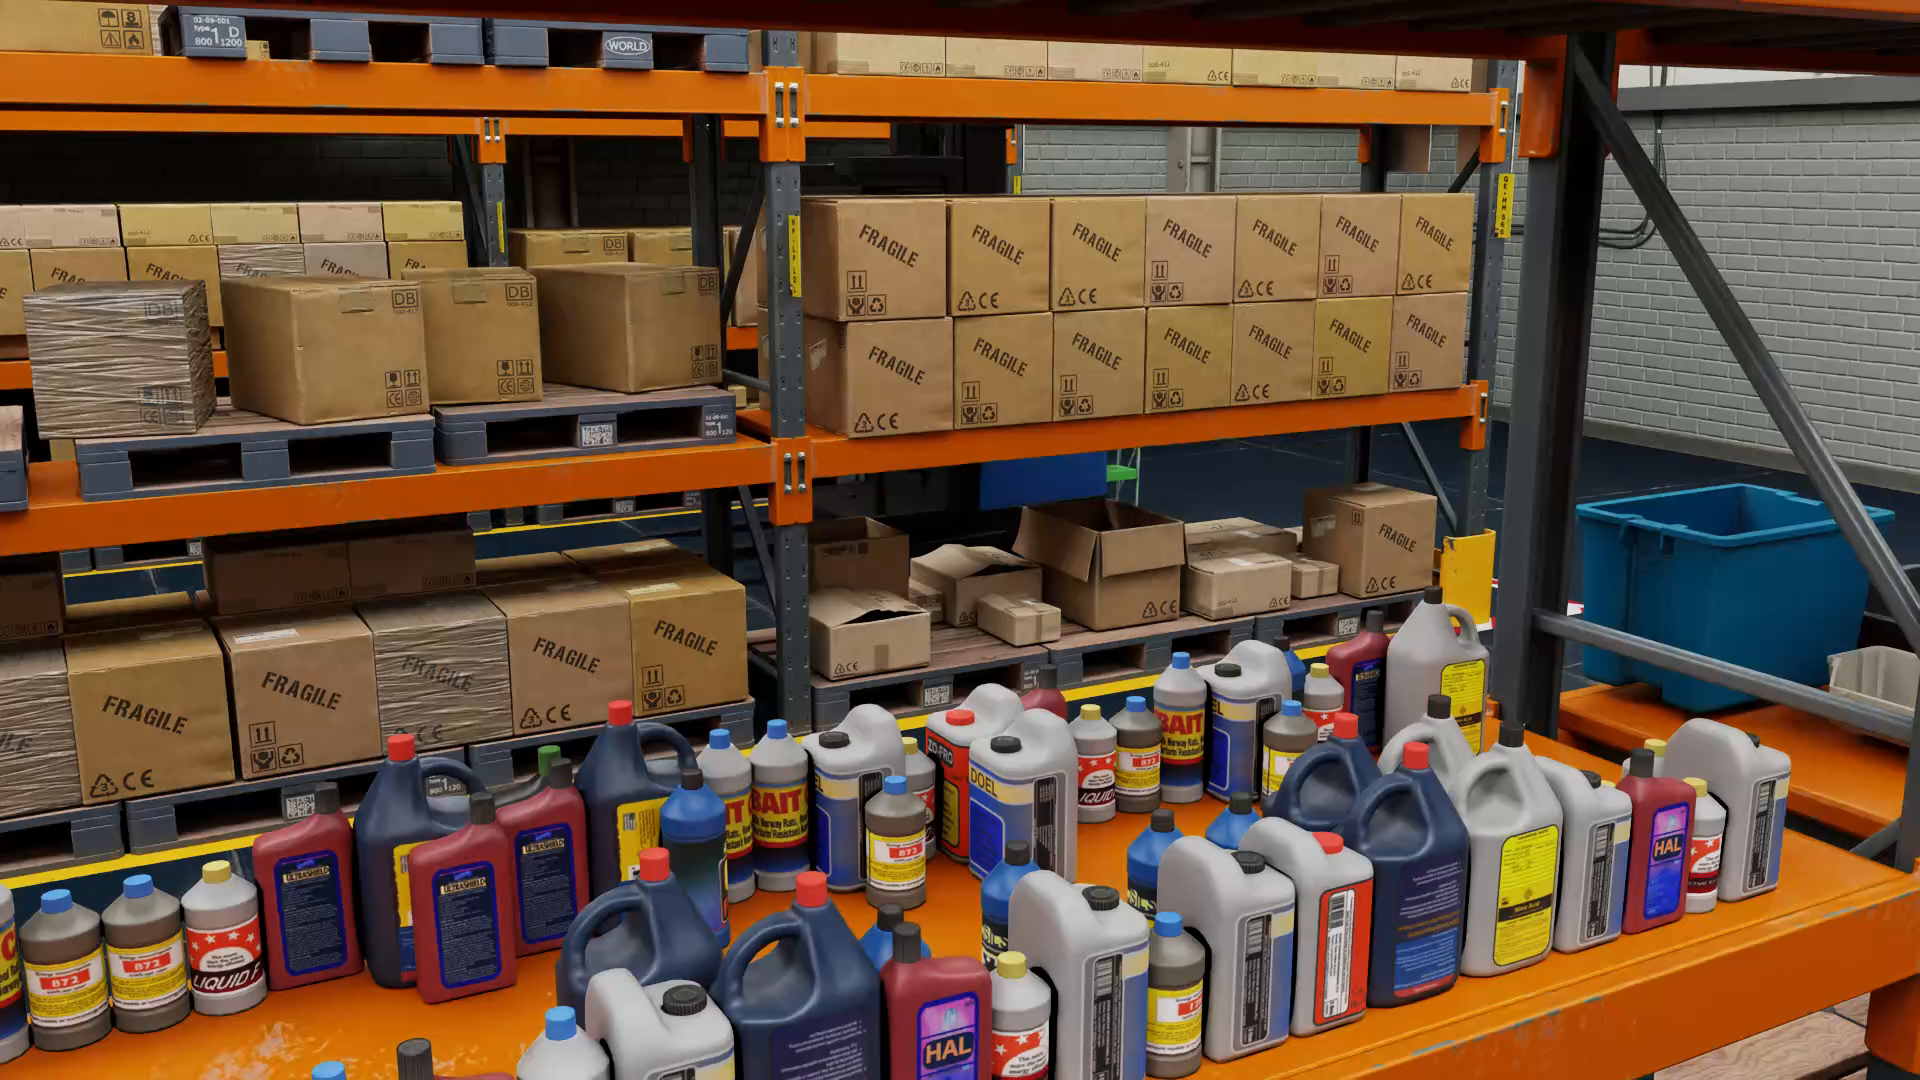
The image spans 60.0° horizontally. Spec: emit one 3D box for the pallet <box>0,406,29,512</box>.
[{"bbox_3d":[-3.892,-0.268,5.907,1.003,0.211,1.213,-7,14,-28],"label":"pallet"}]

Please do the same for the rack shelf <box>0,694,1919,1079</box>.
[{"bbox_3d":[-0.328,0.818,2.279,4.000,0.370,1.077,-7,14,-28],"label":"rack shelf"}]

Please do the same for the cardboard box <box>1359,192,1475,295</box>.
[{"bbox_3d":[2.310,-1.556,8.684,0.500,0.500,0.500,-7,14,-28],"label":"cardboard box"}]

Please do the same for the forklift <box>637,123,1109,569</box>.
[{"bbox_3d":[-0.529,-1.357,10.463,3.031,2.935,1.130,-8,15,-31],"label":"forklift"}]

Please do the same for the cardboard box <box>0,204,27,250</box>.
[{"bbox_3d":[-5.837,-1.856,9.864,0.500,0.250,0.500,-7,14,-29],"label":"cardboard box"}]

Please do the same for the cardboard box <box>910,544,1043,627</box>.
[{"bbox_3d":[0.080,0.206,8.485,0.500,0.311,0.500,-7,14,-28],"label":"cardboard box"}]

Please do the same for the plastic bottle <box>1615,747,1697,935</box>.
[{"bbox_3d":[1.055,0.451,2.540,0.133,0.283,0.061,-7,14,-28],"label":"plastic bottle"}]

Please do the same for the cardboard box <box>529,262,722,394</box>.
[{"bbox_3d":[-1.465,-0.945,7.292,0.700,0.500,0.500,11,17,41],"label":"cardboard box"}]

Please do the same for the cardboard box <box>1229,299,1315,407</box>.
[{"bbox_3d":[1.412,-0.961,8.321,0.500,0.500,0.500,-7,14,-27],"label":"cardboard box"}]

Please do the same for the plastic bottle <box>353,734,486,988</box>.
[{"bbox_3d":[-0.770,0.448,2.398,0.185,0.351,0.144,-7,14,-28],"label":"plastic bottle"}]

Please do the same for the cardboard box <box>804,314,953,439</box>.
[{"bbox_3d":[-0.365,-0.748,7.373,0.500,0.500,0.500,-6,14,-26],"label":"cardboard box"}]

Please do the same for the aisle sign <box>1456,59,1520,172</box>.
[{"bbox_3d":[2.775,-2.335,8.733,0.004,0.787,0.394,-7,14,-28],"label":"aisle sign"}]

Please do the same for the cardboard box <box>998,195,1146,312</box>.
[{"bbox_3d":[0.510,-1.338,7.719,0.500,0.500,0.500,-7,15,-30],"label":"cardboard box"}]

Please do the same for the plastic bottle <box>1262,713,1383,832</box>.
[{"bbox_3d":[0.546,0.432,2.468,0.185,0.351,0.144,-7,14,-28],"label":"plastic bottle"}]

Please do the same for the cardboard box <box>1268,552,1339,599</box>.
[{"bbox_3d":[1.811,0.179,8.934,0.250,0.166,0.380,-7,14,-28],"label":"cardboard box"}]

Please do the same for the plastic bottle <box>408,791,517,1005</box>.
[{"bbox_3d":[-0.698,0.498,2.330,0.133,0.283,0.061,-7,14,-28],"label":"plastic bottle"}]

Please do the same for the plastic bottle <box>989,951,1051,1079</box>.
[{"bbox_3d":[0.063,0.605,2.041,0.097,0.201,0.097,0,13,0],"label":"plastic bottle"}]

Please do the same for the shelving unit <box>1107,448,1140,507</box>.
[{"bbox_3d":[0.987,-0.728,11.589,0.503,1.200,0.258,-6,14,-31],"label":"shelving unit"}]

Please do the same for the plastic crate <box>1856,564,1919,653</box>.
[{"bbox_3d":[2.281,0.192,3.912,0.590,0.125,0.437,-7,14,-28],"label":"plastic crate"}]

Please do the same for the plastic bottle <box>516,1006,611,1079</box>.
[{"bbox_3d":[-0.420,0.629,1.776,0.097,0.271,0.097,0,13,0],"label":"plastic bottle"}]

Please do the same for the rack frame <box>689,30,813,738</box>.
[{"bbox_3d":[-0.942,-0.698,7.379,0.127,3.000,1.000,-7,14,-28],"label":"rack frame"}]

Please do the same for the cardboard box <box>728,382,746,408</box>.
[{"bbox_3d":[-1.768,-1.069,12.286,0.250,0.149,0.380,-7,15,-29],"label":"cardboard box"}]

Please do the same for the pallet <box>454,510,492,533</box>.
[{"bbox_3d":[-3.960,-0.196,11.500,1.213,0.211,1.003,-7,14,-28],"label":"pallet"}]

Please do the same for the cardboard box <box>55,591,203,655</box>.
[{"bbox_3d":[-3.291,0.530,6.615,0.500,0.500,0.500,-7,15,-30],"label":"cardboard box"}]

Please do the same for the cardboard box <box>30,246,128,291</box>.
[{"bbox_3d":[-5.381,-1.542,10.179,0.500,0.500,0.500,-7,14,-28],"label":"cardboard box"}]

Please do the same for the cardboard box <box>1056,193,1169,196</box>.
[{"bbox_3d":[0.711,-1.498,8.427,0.500,0.500,0.500,-7,14,-28],"label":"cardboard box"}]

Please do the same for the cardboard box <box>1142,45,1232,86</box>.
[{"bbox_3d":[0.921,-2.249,7.781,0.500,0.250,0.500,-7,14,-28],"label":"cardboard box"}]

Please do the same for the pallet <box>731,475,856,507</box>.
[{"bbox_3d":[-1.542,-0.486,12.788,1.213,0.211,1.003,-7,14,-28],"label":"pallet"}]

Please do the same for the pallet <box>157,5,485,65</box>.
[{"bbox_3d":[-2.457,-1.905,6.338,1.003,0.211,1.213,-7,14,-28],"label":"pallet"}]

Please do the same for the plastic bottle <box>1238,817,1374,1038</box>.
[{"bbox_3d":[0.473,0.513,2.281,0.135,0.276,0.152,-7,14,-28],"label":"plastic bottle"}]

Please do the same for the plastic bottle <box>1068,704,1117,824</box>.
[{"bbox_3d":[0.232,0.395,2.974,0.097,0.201,0.097,0,13,0],"label":"plastic bottle"}]

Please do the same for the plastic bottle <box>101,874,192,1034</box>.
[{"bbox_3d":[-1.107,0.556,2.261,0.097,0.201,0.097,0,13,0],"label":"plastic bottle"}]

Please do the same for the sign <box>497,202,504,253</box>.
[{"bbox_3d":[-3.051,-2.075,11.040,0.005,0.325,0.100,-7,14,-28],"label":"sign"}]

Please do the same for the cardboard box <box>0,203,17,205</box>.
[{"bbox_3d":[-6.100,-1.952,10.294,0.500,0.250,0.500,-7,15,-30],"label":"cardboard box"}]

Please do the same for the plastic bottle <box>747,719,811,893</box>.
[{"bbox_3d":[-0.292,0.424,2.687,0.097,0.271,0.097,0,13,0],"label":"plastic bottle"}]

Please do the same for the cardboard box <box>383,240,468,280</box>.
[{"bbox_3d":[-3.604,-1.759,11.141,0.500,0.500,0.500,-7,15,-29],"label":"cardboard box"}]

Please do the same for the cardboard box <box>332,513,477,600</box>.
[{"bbox_3d":[-2.362,0.050,7.038,0.500,0.250,0.500,-7,14,-28],"label":"cardboard box"}]

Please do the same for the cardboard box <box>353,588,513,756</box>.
[{"bbox_3d":[-2.117,0.517,6.671,0.500,0.500,0.500,-7,14,-27],"label":"cardboard box"}]

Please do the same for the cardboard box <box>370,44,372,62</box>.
[{"bbox_3d":[-4.144,-3.308,10.913,0.500,0.500,0.700,-8,15,-31],"label":"cardboard box"}]

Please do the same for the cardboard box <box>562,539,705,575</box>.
[{"bbox_3d":[-1.484,0.311,7.587,0.500,0.500,0.500,-8,15,-30],"label":"cardboard box"}]

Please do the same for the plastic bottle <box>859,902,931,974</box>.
[{"bbox_3d":[-0.083,0.573,2.023,0.097,0.271,0.097,0,13,0],"label":"plastic bottle"}]

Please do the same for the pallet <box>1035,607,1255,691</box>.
[{"bbox_3d":[0.733,0.461,8.579,1.213,0.211,1.003,-7,14,-28],"label":"pallet"}]

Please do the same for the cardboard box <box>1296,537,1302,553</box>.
[{"bbox_3d":[1.817,0.053,9.493,0.250,0.166,0.380,-7,14,-28],"label":"cardboard box"}]

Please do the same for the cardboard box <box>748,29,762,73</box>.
[{"bbox_3d":[-0.643,-2.191,7.521,0.500,0.250,0.500,-7,14,-28],"label":"cardboard box"}]

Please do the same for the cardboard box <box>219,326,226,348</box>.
[{"bbox_3d":[-4.616,-1.324,10.687,0.250,0.149,0.380,-7,15,-29],"label":"cardboard box"}]

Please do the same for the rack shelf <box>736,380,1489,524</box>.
[{"bbox_3d":[0.813,-0.557,8.393,4.000,0.370,1.077,-7,14,-28],"label":"rack shelf"}]

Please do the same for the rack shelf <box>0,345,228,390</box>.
[{"bbox_3d":[-5.075,-1.091,10.763,4.000,0.370,1.077,-7,14,-28],"label":"rack shelf"}]

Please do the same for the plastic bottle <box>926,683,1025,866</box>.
[{"bbox_3d":[0.026,0.390,2.826,0.135,0.276,0.152,-7,14,-28],"label":"plastic bottle"}]

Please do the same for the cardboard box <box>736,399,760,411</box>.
[{"bbox_3d":[-1.720,-0.802,12.579,0.500,0.500,0.700,-6,14,-27],"label":"cardboard box"}]

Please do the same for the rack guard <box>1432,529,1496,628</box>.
[{"bbox_3d":[2.502,0.109,9.487,0.348,0.500,1.175,-7,14,-28],"label":"rack guard"}]

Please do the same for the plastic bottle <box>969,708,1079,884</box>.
[{"bbox_3d":[0.099,0.420,2.696,0.135,0.276,0.152,-7,14,-28],"label":"plastic bottle"}]

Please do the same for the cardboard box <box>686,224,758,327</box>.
[{"bbox_3d":[-1.558,-2.007,12.511,0.700,0.700,0.980,-8,15,-31],"label":"cardboard box"}]

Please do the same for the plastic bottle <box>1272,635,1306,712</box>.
[{"bbox_3d":[0.606,0.316,3.166,0.097,0.271,0.097,0,13,0],"label":"plastic bottle"}]
